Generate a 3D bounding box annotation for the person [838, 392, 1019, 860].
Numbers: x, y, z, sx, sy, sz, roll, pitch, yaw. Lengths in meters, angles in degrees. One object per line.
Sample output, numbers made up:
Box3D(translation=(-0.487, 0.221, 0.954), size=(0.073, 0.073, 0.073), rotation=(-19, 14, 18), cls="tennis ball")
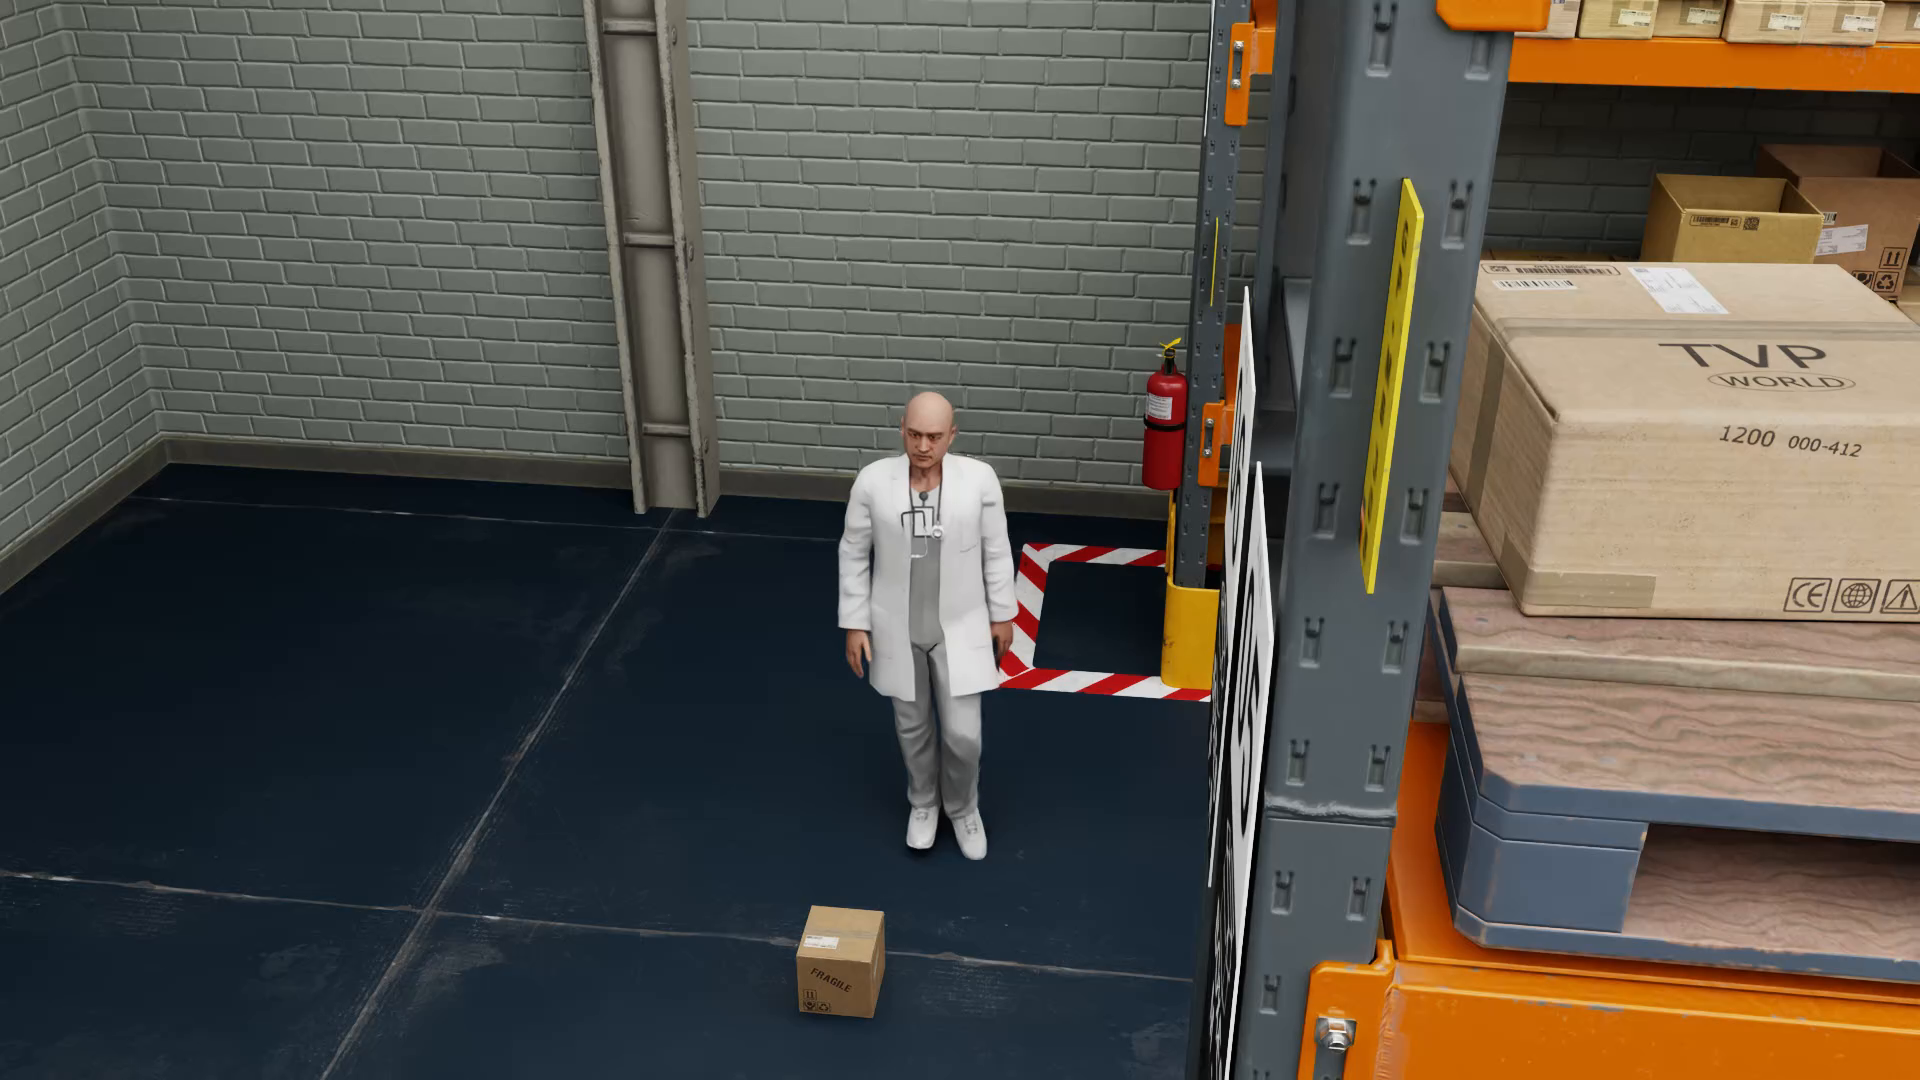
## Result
Box3D(translation=(-0.122, 0.359, 5.974), size=(0.646, 1.817, 0.467), rotation=(3, 28, 5), cls="person")
